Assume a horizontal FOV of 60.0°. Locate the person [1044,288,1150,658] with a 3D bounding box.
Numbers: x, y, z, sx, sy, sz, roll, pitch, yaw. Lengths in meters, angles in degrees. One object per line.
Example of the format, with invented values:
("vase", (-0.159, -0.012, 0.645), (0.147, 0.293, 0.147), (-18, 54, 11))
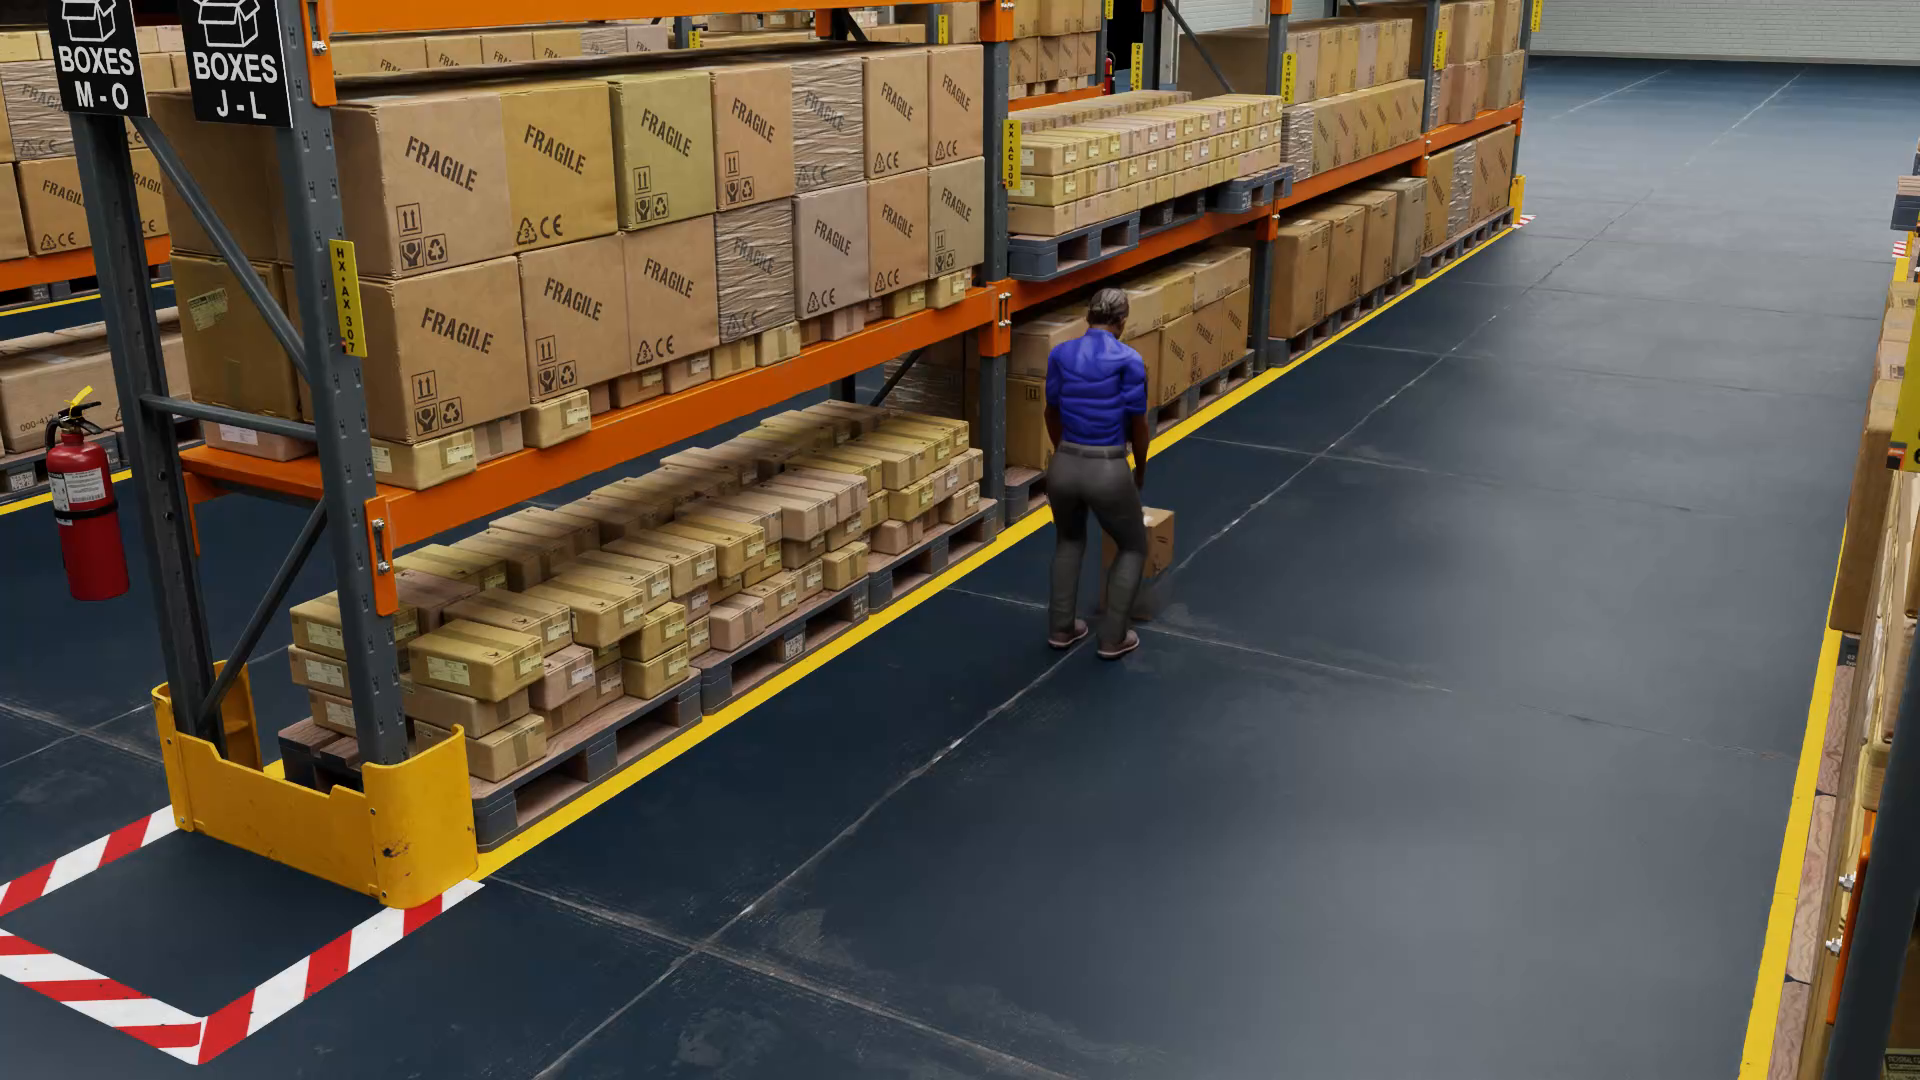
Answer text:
("person", (0.557, -0.274, 7.039), (0.476, 1.544, 0.471), (11, 22, 28))
